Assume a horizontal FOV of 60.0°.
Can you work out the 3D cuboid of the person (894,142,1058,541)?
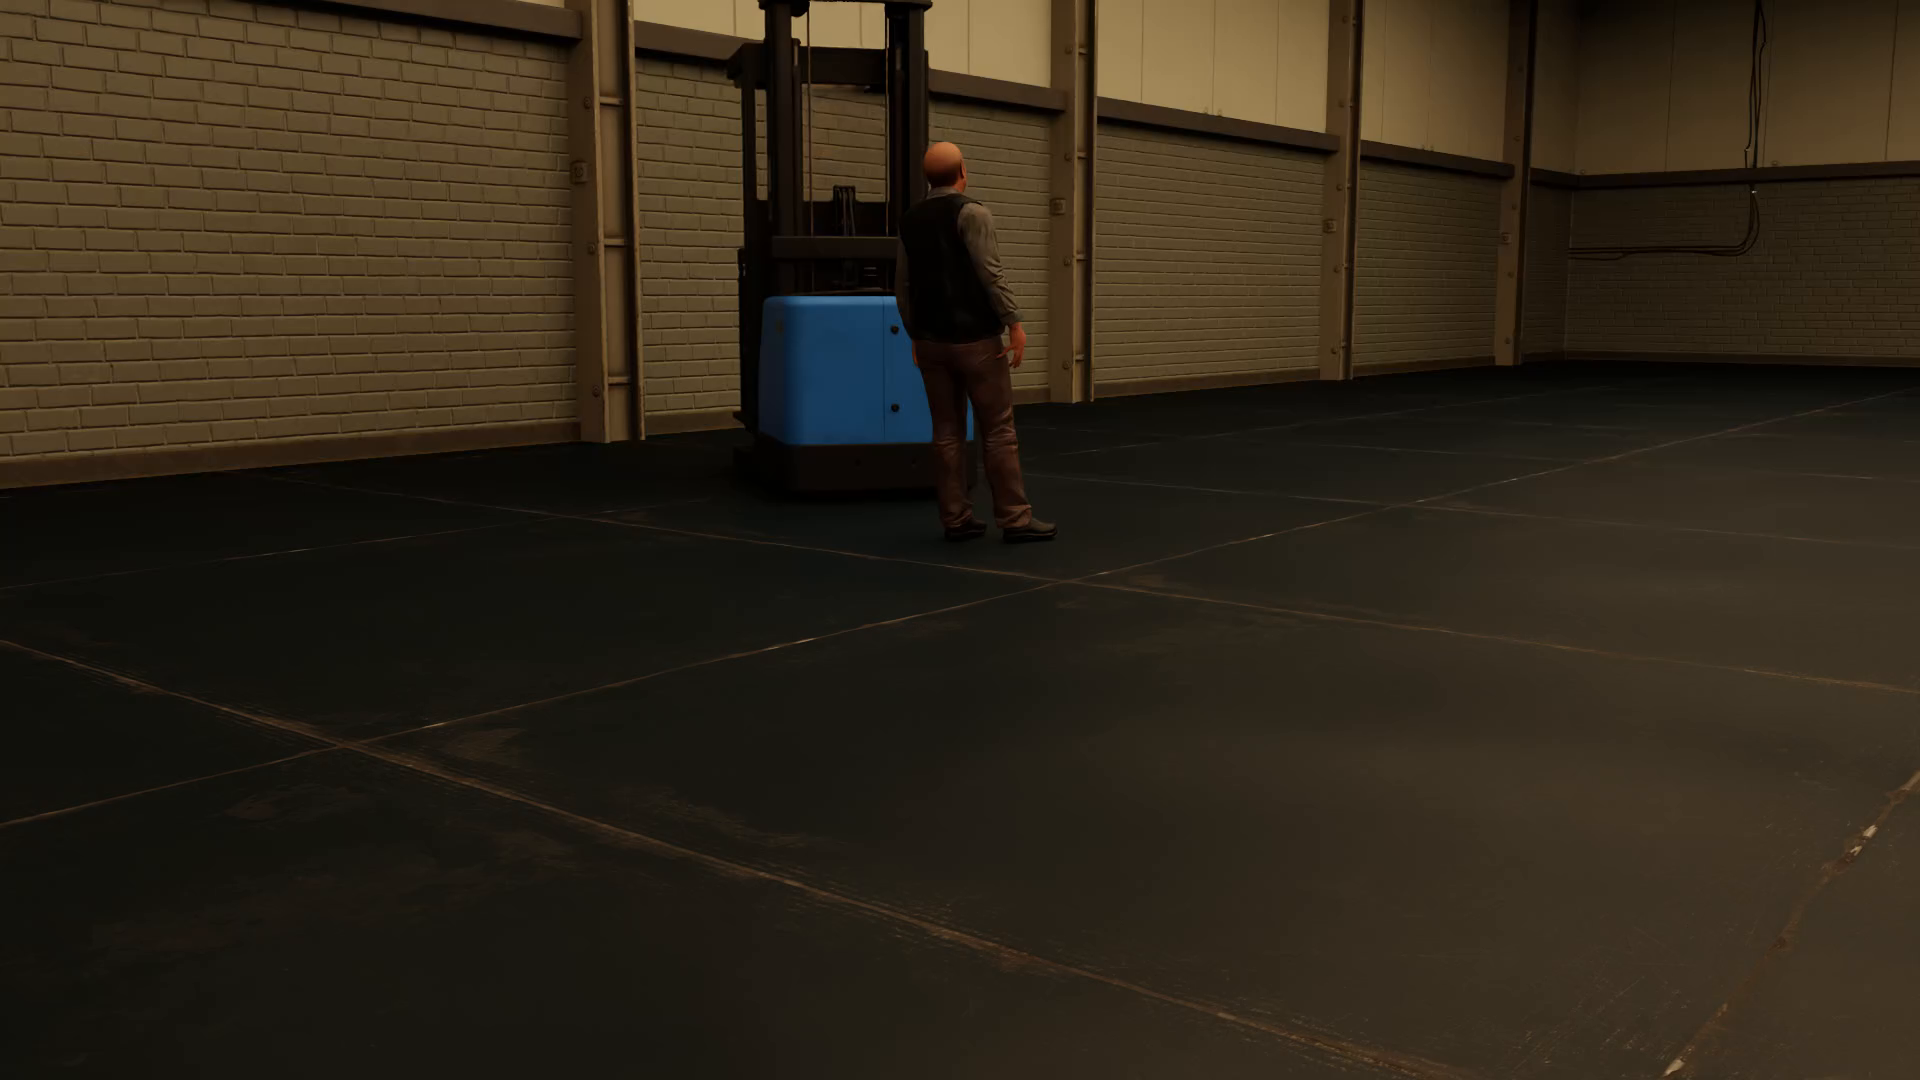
[{"bbox_3d":[0.050,-0.866,7.329,0.633,1.721,0.551,7,11,38],"label":"person"}]

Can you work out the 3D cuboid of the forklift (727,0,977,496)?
[{"bbox_3d":[-0.784,-1.858,9.980,1.130,2.935,3.031,-2,9,-15],"label":"forklift"}]
